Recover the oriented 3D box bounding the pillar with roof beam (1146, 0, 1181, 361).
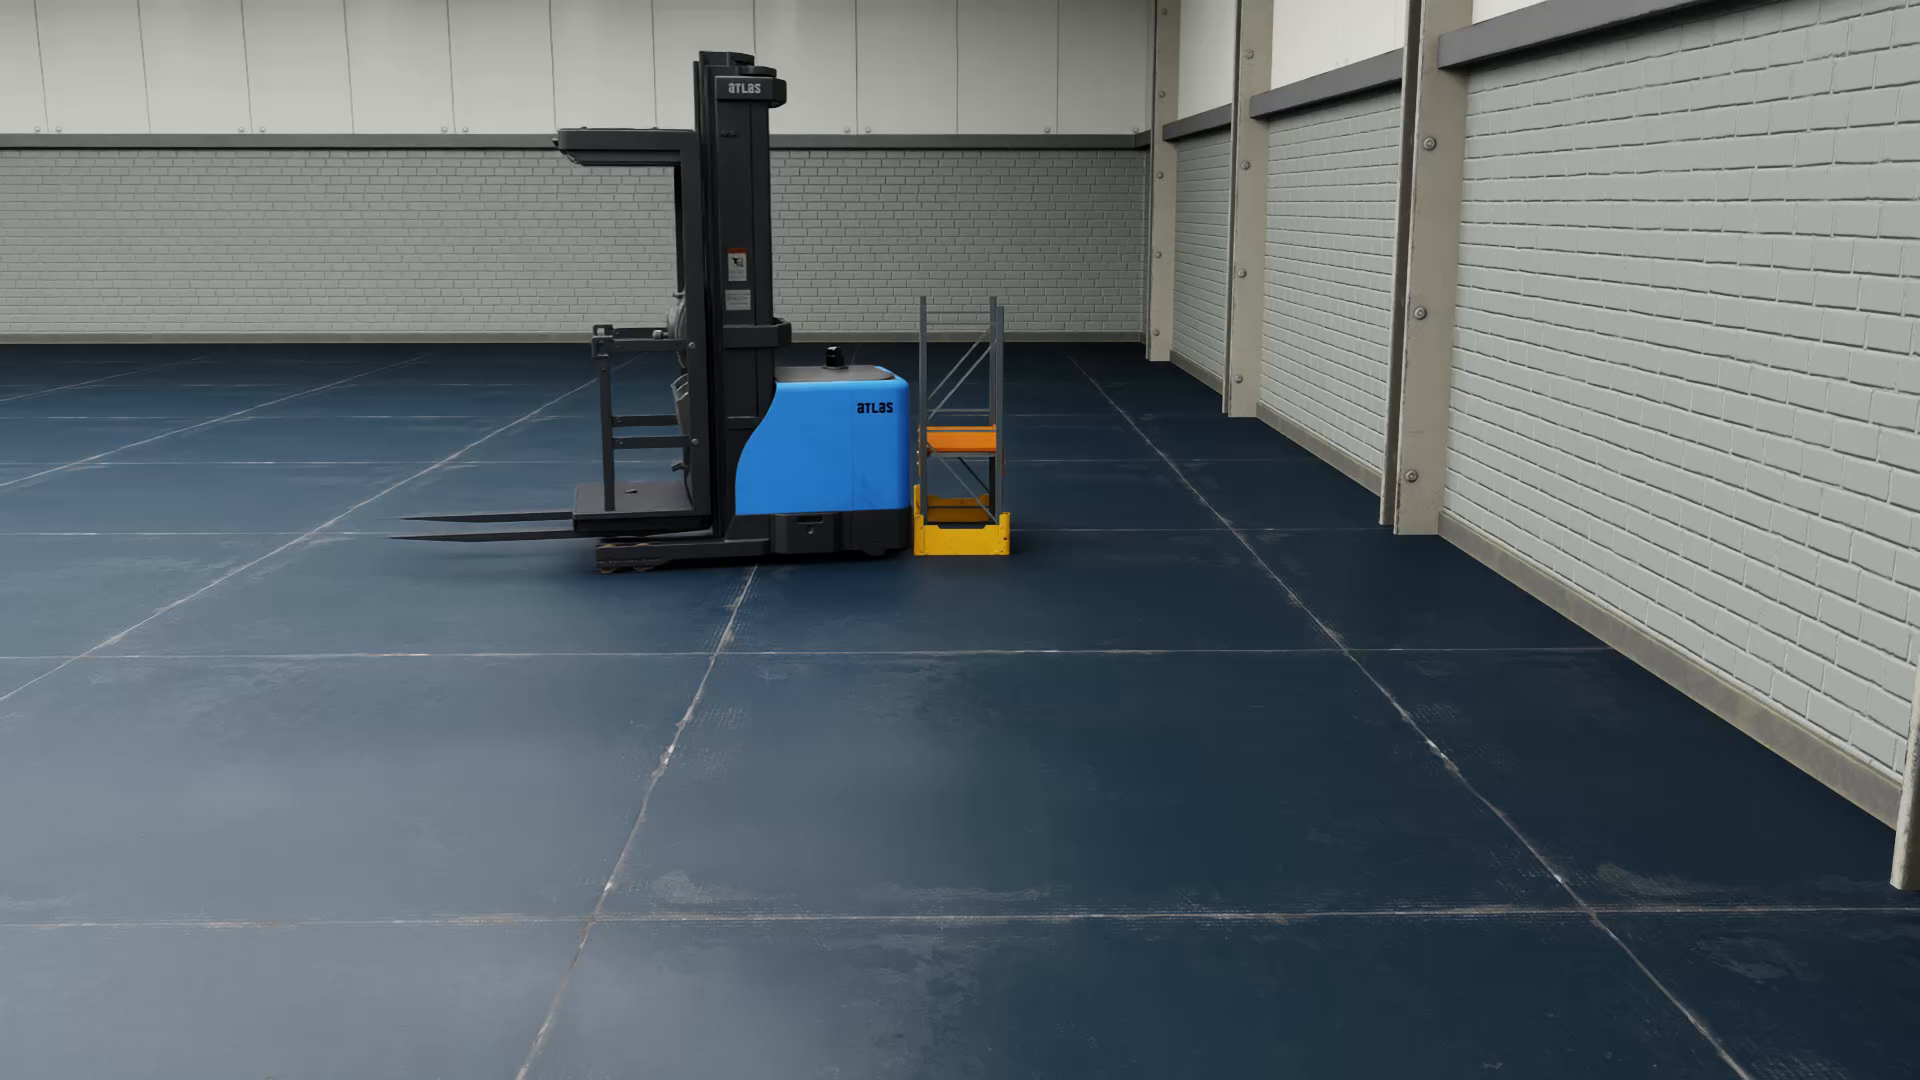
[{"bbox_3d":[-1.590,-6.853,21.705,9.100,9.000,0.400,0,11,-1],"label":"pillar with roof beam"}]

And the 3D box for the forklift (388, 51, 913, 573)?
[{"bbox_3d":[-1.857,-1.360,9.889,3.031,2.935,1.130,-2,12,-12],"label":"forklift"}]

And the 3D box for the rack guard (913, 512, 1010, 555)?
[{"bbox_3d":[0.009,-0.039,10.121,0.587,0.250,0.087,0,11,-1],"label":"rack guard"}]

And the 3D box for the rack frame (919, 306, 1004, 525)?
[{"bbox_3d":[0.009,-0.651,9.995,0.500,1.500,0.032,0,11,-1],"label":"rack frame"}]

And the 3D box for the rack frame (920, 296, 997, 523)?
[{"bbox_3d":[-0.012,-0.853,10.992,0.500,1.500,0.032,0,11,-1],"label":"rack frame"}]

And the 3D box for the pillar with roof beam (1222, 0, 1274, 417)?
[{"bbox_3d":[-1.466,-5.660,15.826,9.100,9.000,0.400,0,11,-1],"label":"pillar with roof beam"}]

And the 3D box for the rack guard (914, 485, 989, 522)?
[{"bbox_3d":[-0.012,-0.237,11.097,0.587,0.250,0.087,0,11,-1],"label":"rack guard"}]

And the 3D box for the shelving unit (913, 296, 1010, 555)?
[{"bbox_3d":[-0.002,-0.750,10.485,0.587,1.500,1.083,0,11,-1],"label":"shelving unit"}]

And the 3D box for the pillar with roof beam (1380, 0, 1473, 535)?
[{"bbox_3d":[-1.342,-4.467,9.947,9.100,9.000,0.400,0,11,-1],"label":"pillar with roof beam"}]

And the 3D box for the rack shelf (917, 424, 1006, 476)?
[{"bbox_3d":[-0.002,-0.576,10.529,0.538,0.185,1.000,0,11,-1],"label":"rack shelf"}]
